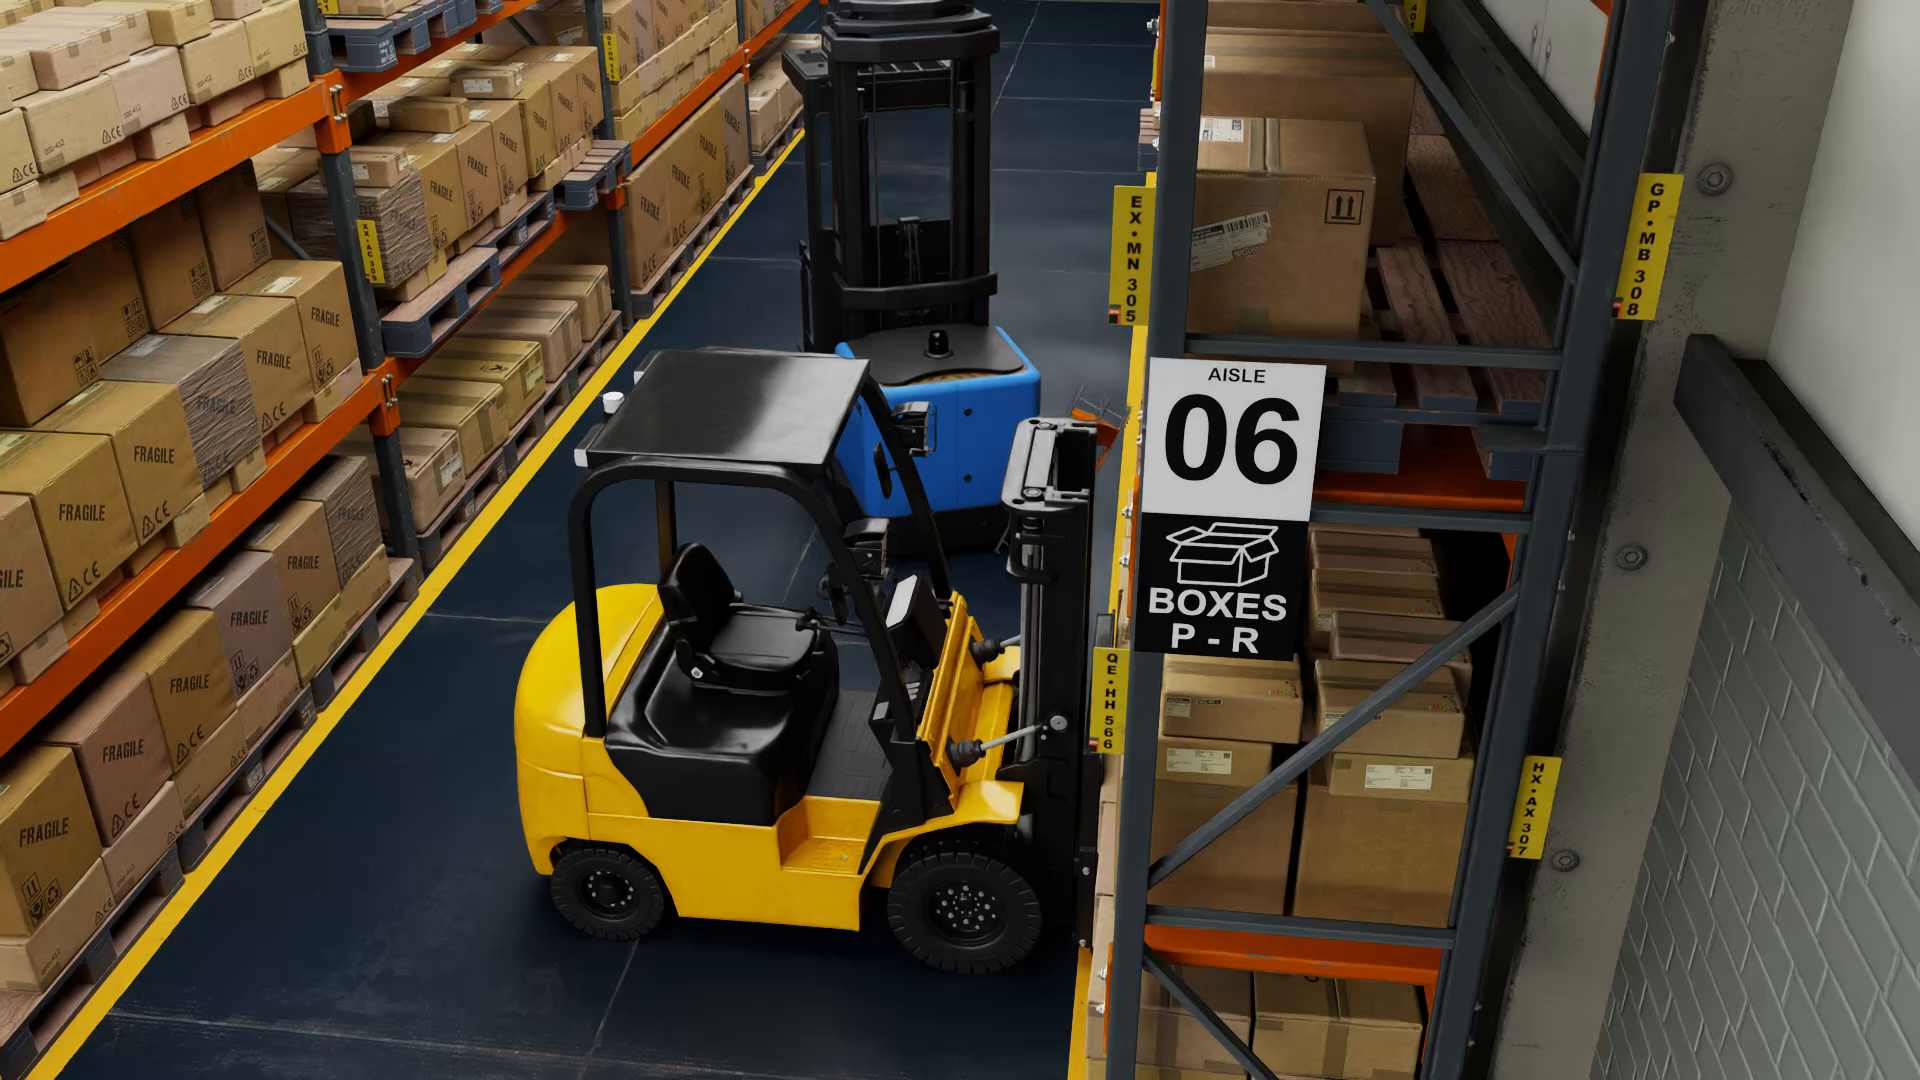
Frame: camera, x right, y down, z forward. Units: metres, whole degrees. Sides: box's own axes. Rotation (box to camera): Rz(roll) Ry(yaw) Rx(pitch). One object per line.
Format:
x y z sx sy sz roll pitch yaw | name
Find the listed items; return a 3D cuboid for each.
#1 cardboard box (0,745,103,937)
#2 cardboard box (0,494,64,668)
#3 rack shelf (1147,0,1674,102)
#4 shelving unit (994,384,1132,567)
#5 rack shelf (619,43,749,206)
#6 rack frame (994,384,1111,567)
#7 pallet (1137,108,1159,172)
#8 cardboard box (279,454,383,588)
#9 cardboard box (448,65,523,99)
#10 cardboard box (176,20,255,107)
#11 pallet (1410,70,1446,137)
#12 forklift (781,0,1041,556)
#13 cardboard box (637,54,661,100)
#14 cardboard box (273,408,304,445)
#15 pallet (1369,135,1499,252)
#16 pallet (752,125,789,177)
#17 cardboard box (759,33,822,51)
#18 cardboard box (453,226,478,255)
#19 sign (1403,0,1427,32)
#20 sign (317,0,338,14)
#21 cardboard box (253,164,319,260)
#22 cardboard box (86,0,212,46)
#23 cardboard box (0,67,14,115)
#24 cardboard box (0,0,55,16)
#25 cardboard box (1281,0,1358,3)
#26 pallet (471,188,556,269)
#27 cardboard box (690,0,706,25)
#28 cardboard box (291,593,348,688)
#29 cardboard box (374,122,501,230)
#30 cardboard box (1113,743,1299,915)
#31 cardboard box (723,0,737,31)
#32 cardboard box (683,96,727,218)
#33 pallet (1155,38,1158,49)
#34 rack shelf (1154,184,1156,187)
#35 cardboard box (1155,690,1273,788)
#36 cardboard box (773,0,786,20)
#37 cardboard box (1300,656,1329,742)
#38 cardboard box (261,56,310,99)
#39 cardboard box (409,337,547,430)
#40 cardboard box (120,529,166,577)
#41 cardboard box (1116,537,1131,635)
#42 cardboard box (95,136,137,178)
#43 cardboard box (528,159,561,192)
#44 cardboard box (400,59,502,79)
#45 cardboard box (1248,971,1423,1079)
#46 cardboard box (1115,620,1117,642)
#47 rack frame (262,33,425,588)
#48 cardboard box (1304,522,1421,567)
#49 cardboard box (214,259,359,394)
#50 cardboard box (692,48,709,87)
-3.622 1.108 6.197 0.500 0.500 0.500 2 28 4 | cardboard box
-3.604 0.161 5.869 0.500 0.500 0.500 4 29 8 | cardboard box
1.174 -2.016 5.184 1.077 0.370 4.000 3 28 6 | rack shelf
0.572 -0.335 9.255 0.215 1.050 0.252 34 12 32 | shelving unit
-2.773 -3.603 14.034 1.077 0.370 4.000 3 28 6 | rack shelf
0.505 -0.350 9.154 0.200 1.050 0.008 34 12 32 | rack frame
1.923 -2.931 12.230 1.213 0.211 1.003 3 28 6 | pallet
-3.314 -0.106 8.450 0.500 0.500 0.500 3 28 5 | cardboard box
-2.938 -2.838 10.309 0.380 0.149 0.250 2 28 4 | cardboard box
-3.356 -2.020 7.019 0.500 0.250 0.500 3 28 5 | cardboard box
1.340 -1.688 6.651 1.003 0.211 1.213 3 28 6 | pallet
-0.426 -1.879 10.147 1.130 2.935 3.031 -8 29 -14 | forklift
-2.646 -3.600 12.901 0.500 0.250 0.500 4 29 7 | cardboard box
-3.378 -0.580 7.929 0.380 0.149 0.250 3 29 6 | cardboard box
1.188 -1.115 5.588 1.003 0.211 1.213 3 28 6 | pallet
-2.357 -3.987 16.929 1.003 0.211 1.213 3 28 6 | pallet
-2.019 -5.485 19.027 0.875 0.438 0.875 2 28 4 | cardboard box
-3.055 -1.785 9.724 0.380 0.149 0.250 4 29 7 | cardboard box
1.970 -2.361 7.178 0.100 0.325 0.005 3 28 6 | sign
-2.968 -2.616 7.736 0.100 0.325 0.005 3 28 6 | sign
-3.679 -1.686 8.856 0.500 0.500 0.500 3 28 5 | cardboard box
-3.308 -2.121 6.786 0.380 0.149 0.250 4 29 8 | cardboard box
-3.492 -1.517 5.665 0.380 0.149 0.250 4 29 8 | cardboard box
-3.973 -2.158 6.854 0.380 0.149 0.250 3 28 6 | cardboard box
1.718 -2.636 8.035 0.380 0.149 0.250 3 28 6 | cardboard box
-3.220 -1.960 10.428 1.003 0.211 1.213 3 28 6 | pallet
-2.471 -4.639 14.039 0.500 0.500 0.500 4 29 8 | cardboard box
-3.369 0.475 8.162 0.500 0.250 0.500 3 28 5 | cardboard box
-3.031 -2.127 9.675 0.500 0.500 0.500 3 28 6 | cardboard box
0.729 0.783 5.029 0.500 0.500 0.500 3 28 5 | cardboard box
-2.340 -4.794 15.117 0.500 0.250 0.500 3 28 6 | cardboard box
-2.627 -3.389 14.675 0.875 0.875 0.875 4 29 8 | cardboard box
2.193 -4.121 14.438 1.003 0.211 1.213 3 28 6 | pallet
2.154 -3.317 13.502 1.077 0.370 4.000 3 28 6 | rack shelf
0.693 0.565 4.750 0.380 0.149 0.250 4 29 7 | cardboard box
-2.077 -5.582 16.842 0.500 0.500 0.500 4 29 7 | cardboard box
1.195 0.480 4.908 0.380 0.149 0.250 3 28 6 | cardboard box
-3.243 -2.139 7.661 0.380 0.149 0.250 3 29 6 | cardboard box
-3.278 -1.037 10.840 0.950 0.372 0.625 4 29 8 | cardboard box
-3.511 0.019 6.817 0.380 0.149 0.250 3 28 5 | cardboard box
0.976 0.226 7.570 0.500 0.250 0.500 3 28 6 | cardboard box
-3.500 -1.539 6.546 0.380 0.149 0.250 4 29 7 | cardboard box
-2.830 -2.385 10.836 0.380 0.149 0.250 4 29 7 | cardboard box
-3.359 -2.894 11.098 0.500 0.500 0.500 5 29 9 | cardboard box
1.176 1.444 5.309 0.500 0.250 0.500 3 28 5 | cardboard box
1.031 0.425 8.255 0.500 0.250 0.500 4 29 7 | cardboard box
-3.508 -1.096 8.621 1.000 3.000 0.127 3 28 6 | rack frame
1.319 -0.020 5.521 0.380 0.149 0.250 4 29 8 | cardboard box
-3.315 -1.047 8.112 0.500 0.500 0.500 3 28 5 | cardboard box
-2.477 -4.094 14.344 0.500 0.250 0.500 3 28 5 | cardboard box
